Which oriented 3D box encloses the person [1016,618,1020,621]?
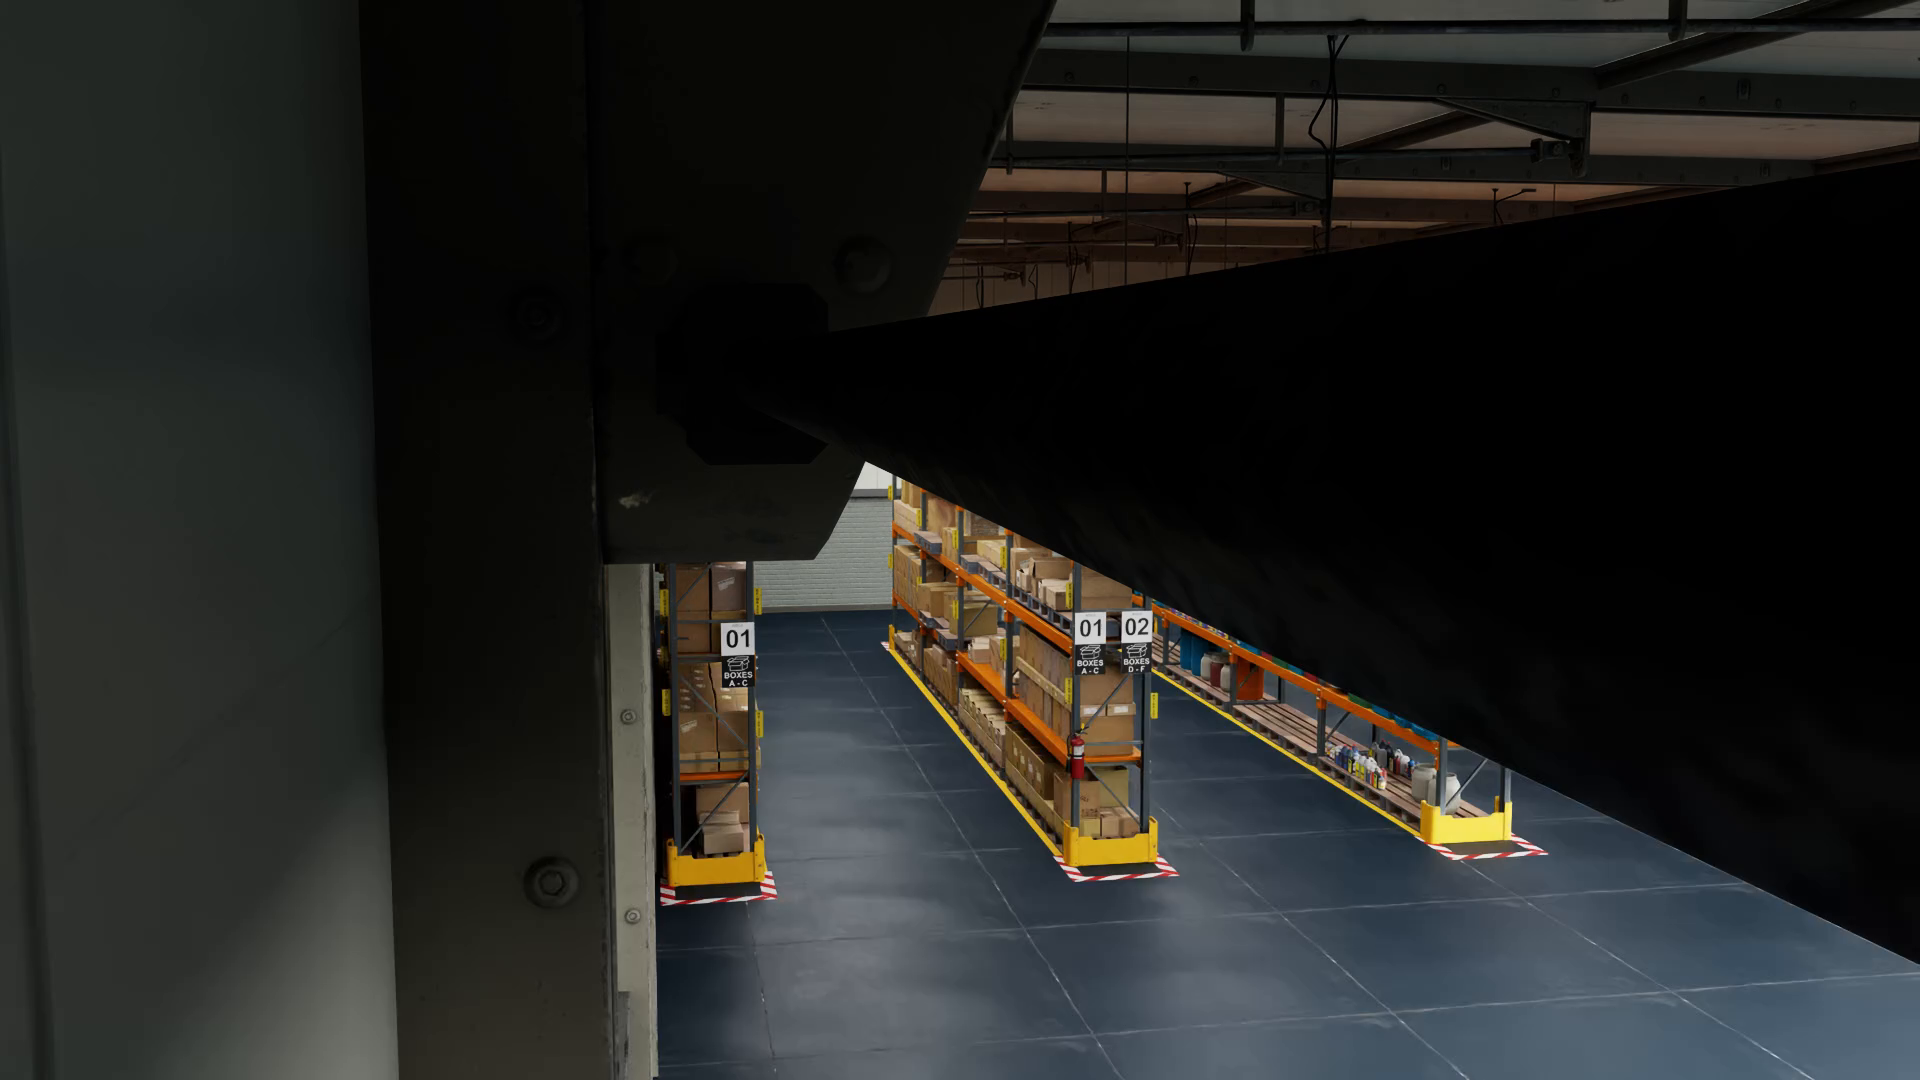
[{"bbox_3d":[1.620,1.131,39.960,0.991,1.743,0.579,2,6,18],"label":"person"}]
